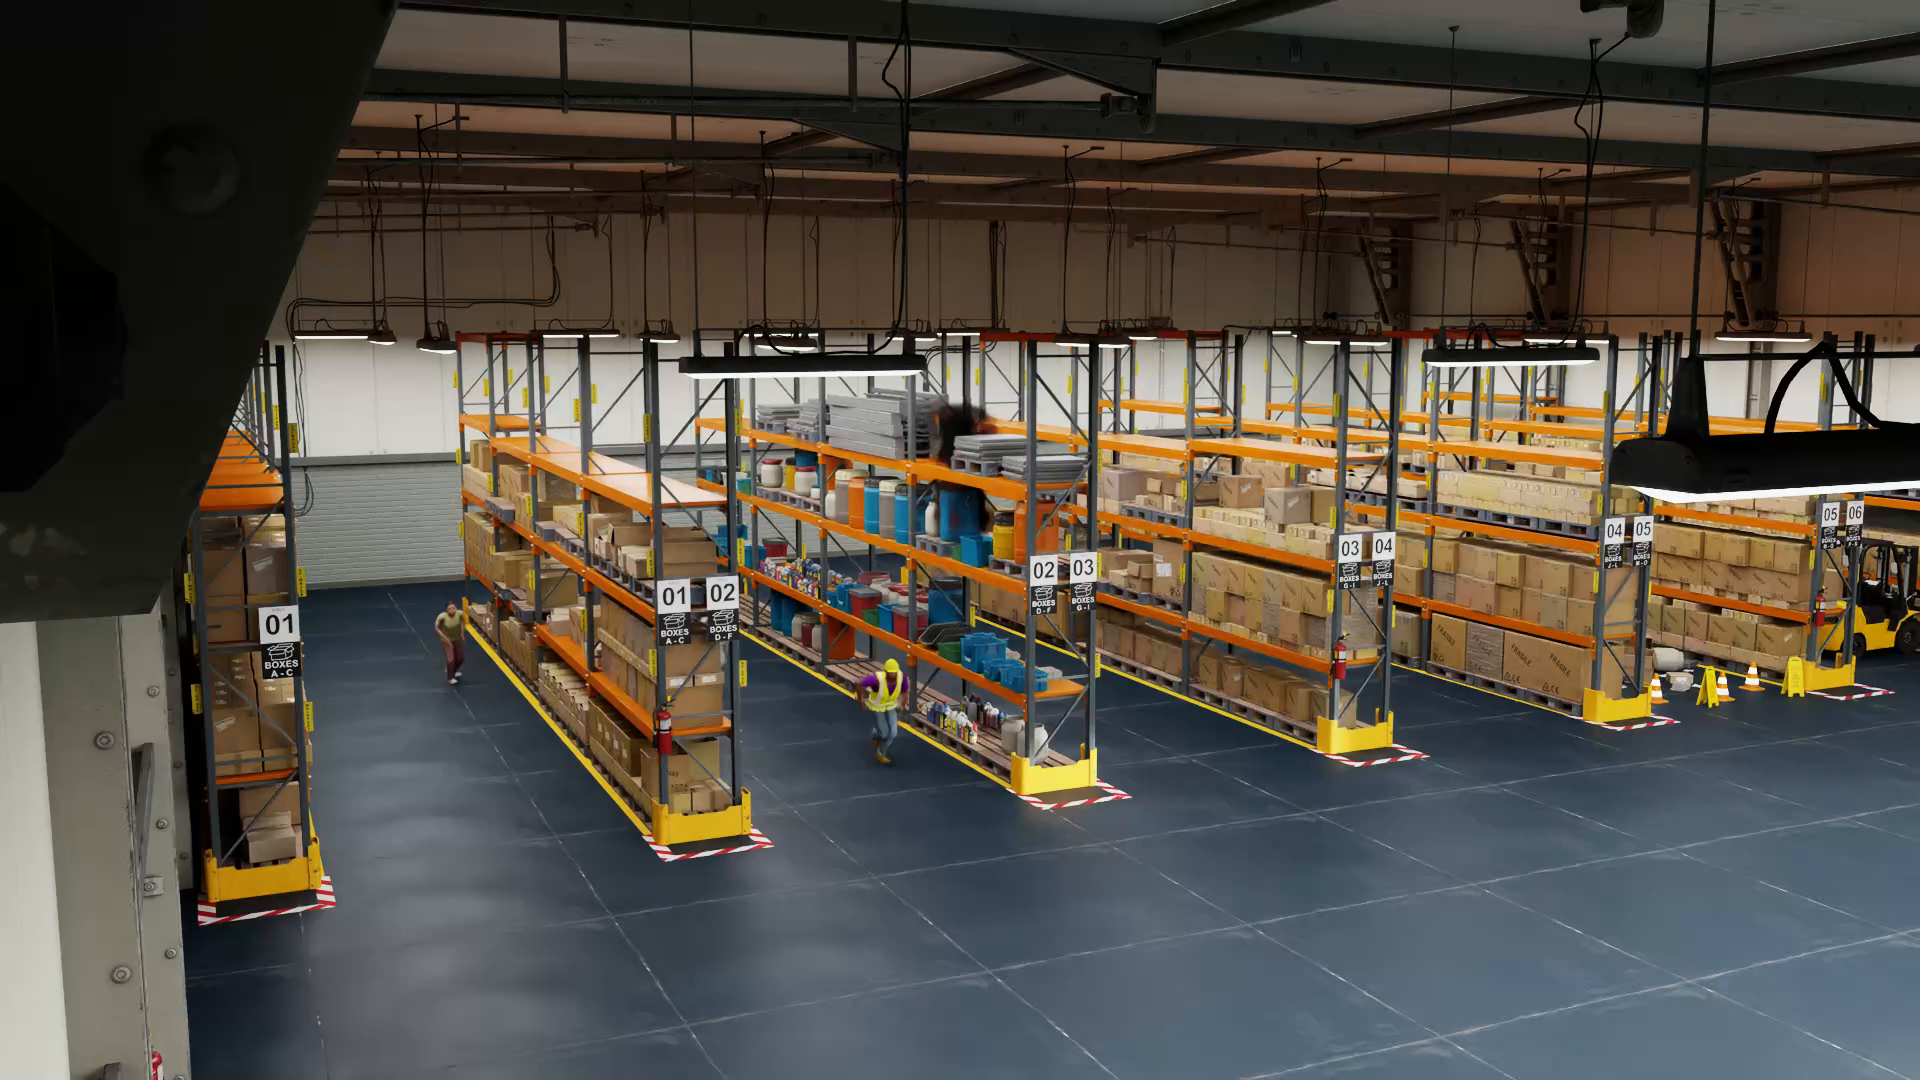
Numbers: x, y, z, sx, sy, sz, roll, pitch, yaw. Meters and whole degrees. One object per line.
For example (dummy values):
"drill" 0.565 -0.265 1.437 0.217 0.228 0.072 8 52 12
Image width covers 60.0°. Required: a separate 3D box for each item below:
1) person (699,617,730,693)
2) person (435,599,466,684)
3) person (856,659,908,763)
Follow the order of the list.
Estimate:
"person" -4.028 1.730 28.000 0.584 1.718 0.695 -5 9 -35
"person" -8.776 1.727 28.645 0.581 1.515 0.806 -6 10 -39
"person" -1.085 2.412 23.441 0.729 1.572 0.837 -3 8 -23
